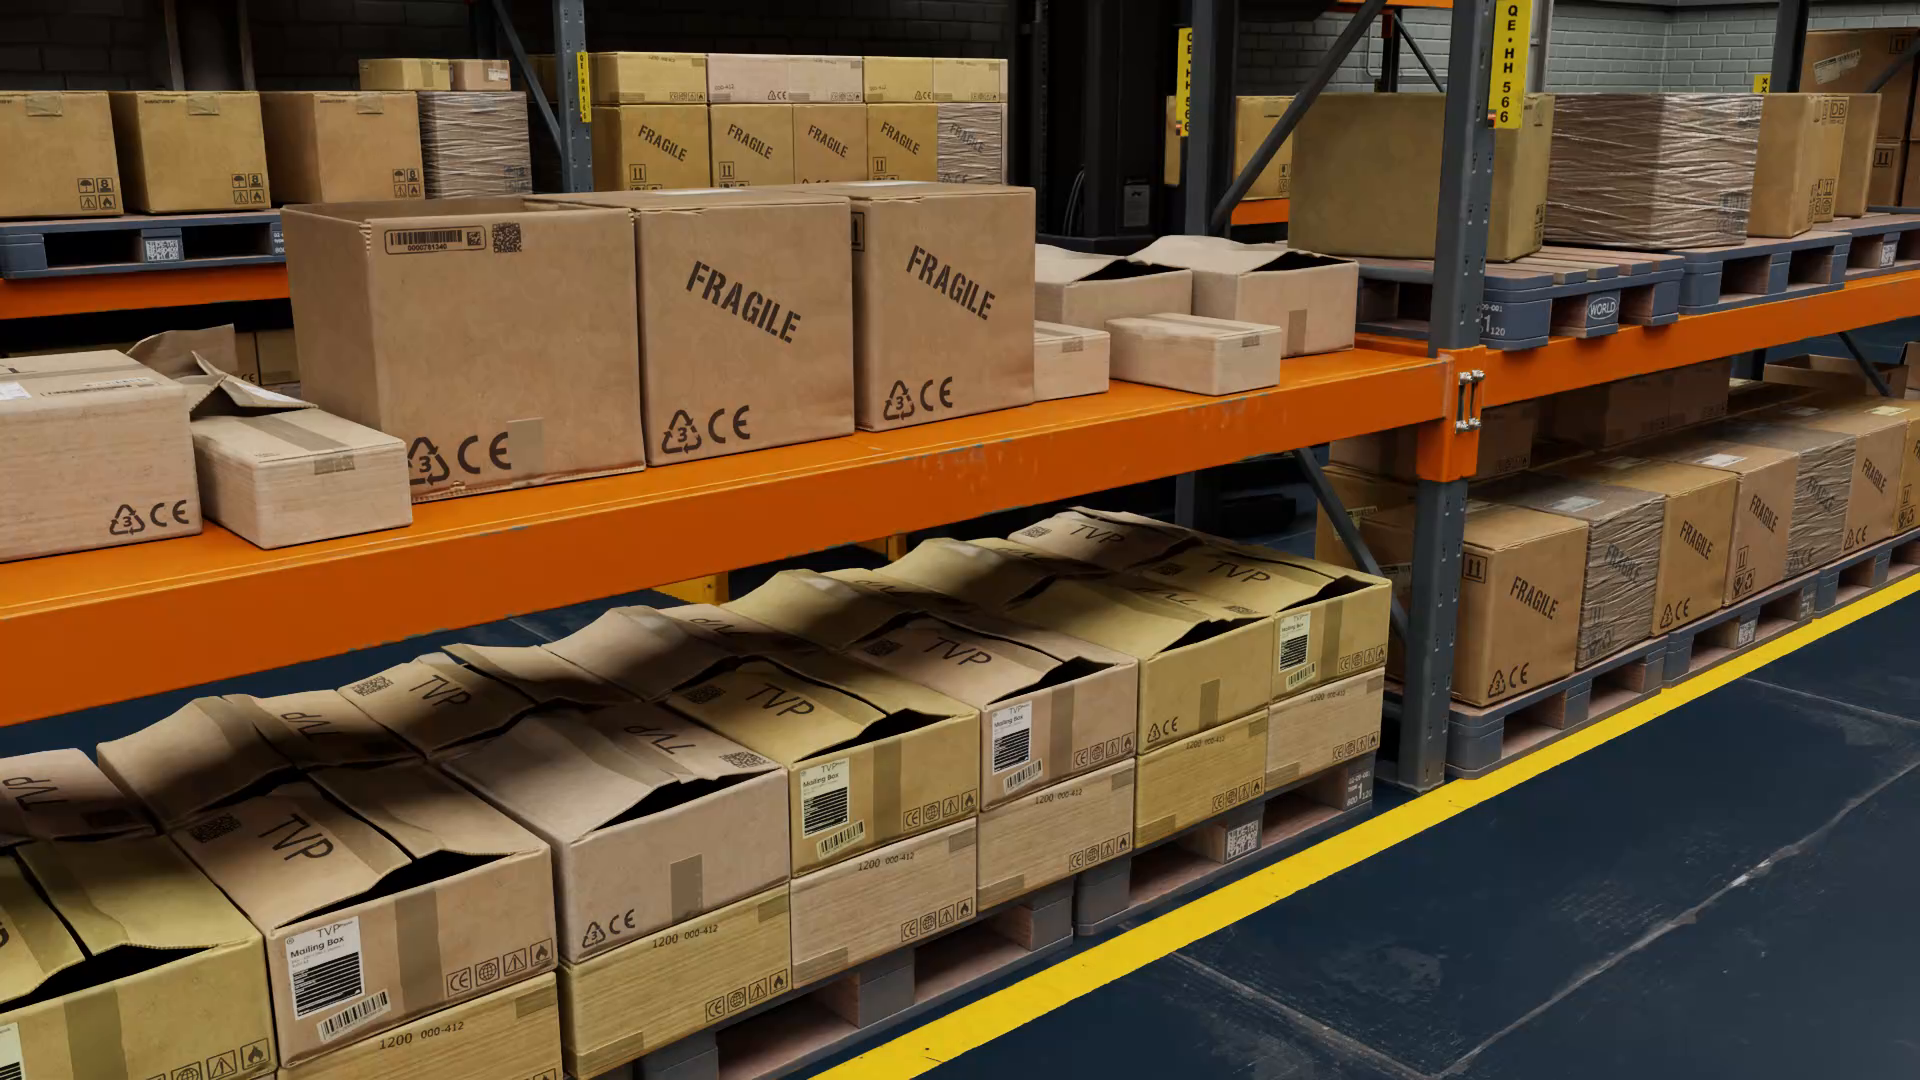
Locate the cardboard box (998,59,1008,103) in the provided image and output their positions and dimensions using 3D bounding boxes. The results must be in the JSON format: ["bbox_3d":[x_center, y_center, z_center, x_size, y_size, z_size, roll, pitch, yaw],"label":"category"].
[{"bbox_3d":[0.265,-2.791,10.124,0.500,0.250,0.500,-12,19,-38],"label":"cardboard box"}]

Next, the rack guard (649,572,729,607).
[{"bbox_3d":[-1.163,0.108,6.863,0.587,0.250,0.087,14,20,43],"label":"rack guard"}]

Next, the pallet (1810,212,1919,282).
[{"bbox_3d":[3.422,-1.270,7.064,1.213,0.211,1.003,-13,19,-39],"label":"pallet"}]

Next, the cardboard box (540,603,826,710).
[{"bbox_3d":[-0.673,0.351,4.052,0.500,0.311,0.500,-13,20,-40],"label":"cardboard box"}]

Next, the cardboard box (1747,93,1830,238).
[{"bbox_3d":[2.804,-1.417,6.234,0.700,0.500,0.500,10,18,33],"label":"cardboard box"}]

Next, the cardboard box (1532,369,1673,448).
[{"bbox_3d":[2.439,-0.555,6.553,0.500,0.250,0.500,-13,20,-40],"label":"cardboard box"}]

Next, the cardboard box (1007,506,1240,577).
[{"bbox_3d":[0.491,0.087,5.040,0.500,0.311,0.500,-12,19,-38],"label":"cardboard box"}]

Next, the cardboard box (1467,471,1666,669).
[{"bbox_3d":[2.001,0.085,5.612,0.500,0.500,0.500,-14,20,-41],"label":"cardboard box"}]

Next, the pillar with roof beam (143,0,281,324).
[{"bbox_3d":[-0.898,-3.771,4.432,0.400,9.000,9.100,-13,19,-39],"label":"pillar with roof beam"}]

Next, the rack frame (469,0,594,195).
[{"bbox_3d":[-2.176,-1.763,8.537,0.127,3.000,1.000,-13,19,-39],"label":"rack frame"}]

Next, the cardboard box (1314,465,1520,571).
[{"bbox_3d":[1.630,-0.008,5.959,0.500,0.500,0.500,-12,19,-37],"label":"cardboard box"}]

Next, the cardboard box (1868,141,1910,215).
[{"bbox_3d":[4.305,-1.660,7.957,0.500,0.500,0.500,-12,19,-38],"label":"cardboard box"}]

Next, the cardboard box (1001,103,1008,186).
[{"bbox_3d":[0.281,-2.427,10.213,0.500,0.500,0.500,-12,19,-39],"label":"cardboard box"}]

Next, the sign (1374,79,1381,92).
[{"bbox_3d":[3.500,-3.684,13.897,0.005,0.325,0.100,-13,19,-39],"label":"sign"}]

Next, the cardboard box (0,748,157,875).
[{"bbox_3d":[-1.821,0.609,3.087,0.500,0.311,0.500,-13,19,-39],"label":"cardboard box"}]

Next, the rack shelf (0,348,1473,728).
[{"bbox_3d":[-0.430,-0.113,3.754,4.000,0.370,1.077,-13,19,-39],"label":"rack shelf"}]

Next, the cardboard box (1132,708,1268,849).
[{"bbox_3d":[0.456,0.551,4.389,0.500,0.250,0.500,-13,20,-40],"label":"cardboard box"}]

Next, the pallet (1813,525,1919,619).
[{"bbox_3d":[3.508,0.016,7.283,1.213,0.211,1.003,-13,19,-39],"label":"pallet"}]

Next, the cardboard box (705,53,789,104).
[{"bbox_3d":[-1.259,-2.445,8.828,0.500,0.250,0.500,-13,20,-40],"label":"cardboard box"}]

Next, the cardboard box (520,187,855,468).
[{"bbox_3d":[-0.573,-0.471,3.507,0.500,0.500,0.500,-13,19,-39],"label":"cardboard box"}]

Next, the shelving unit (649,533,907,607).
[{"bbox_3d":[-0.815,-0.588,7.045,0.587,1.500,1.083,14,20,43],"label":"shelving unit"}]

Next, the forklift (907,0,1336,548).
[{"bbox_3d":[1.034,-1.550,7.873,3.031,2.935,1.130,-7,17,-25],"label":"forklift"}]

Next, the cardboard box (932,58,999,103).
[{"bbox_3d":[-0.119,-2.704,9.800,0.500,0.250,0.500,-12,19,-38],"label":"cardboard box"}]

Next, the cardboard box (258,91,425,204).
[{"bbox_3d":[-2.928,-1.842,7.788,0.700,0.500,0.500,14,20,42],"label":"cardboard box"}]

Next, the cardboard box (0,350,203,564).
[{"bbox_3d":[-1.596,-0.141,2.756,0.500,0.250,0.500,-11,19,-36],"label":"cardboard box"}]

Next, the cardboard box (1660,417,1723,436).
[{"bbox_3d":[2.795,-0.271,6.945,0.500,0.500,0.500,-12,19,-39],"label":"cardboard box"}]

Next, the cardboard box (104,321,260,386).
[{"bbox_3d":[-3.541,-0.826,7.566,0.500,0.250,0.500,-13,20,-40],"label":"cardboard box"}]

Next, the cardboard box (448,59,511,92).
[{"bbox_3d":[-2.416,-2.273,8.143,0.380,0.149,0.250,13,20,40],"label":"cardboard box"}]

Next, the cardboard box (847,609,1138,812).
[{"bbox_3d":[0.075,0.366,3.994,0.500,0.311,0.500,-13,20,-40],"label":"cardboard box"}]

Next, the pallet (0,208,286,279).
[{"bbox_3d":[-3.642,-1.327,7.277,1.213,0.211,1.003,-13,19,-39],"label":"pallet"}]

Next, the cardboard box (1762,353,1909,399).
[{"bbox_3d":[4.340,-0.633,8.300,0.500,0.500,0.500,-13,19,-39],"label":"cardboard box"}]

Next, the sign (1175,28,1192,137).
[{"bbox_3d":[0.716,-1.424,5.180,0.005,0.325,0.100,-13,19,-39],"label":"sign"}]

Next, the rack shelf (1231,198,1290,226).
[{"bbox_3d":[2.351,-2.432,12.435,4.000,0.370,1.077,-13,19,-39],"label":"rack shelf"}]

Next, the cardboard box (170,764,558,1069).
[{"bbox_3d":[-1.082,0.628,3.015,0.500,0.311,0.500,-13,20,-40],"label":"cardboard box"}]

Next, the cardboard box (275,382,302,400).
[{"bbox_3d":[-3.150,-0.571,8.067,0.500,0.500,0.700,-13,20,-39],"label":"cardboard box"}]

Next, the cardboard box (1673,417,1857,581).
[{"bbox_3d":[3.155,-0.175,6.585,0.500,0.500,0.500,-12,19,-39],"label":"cardboard box"}]

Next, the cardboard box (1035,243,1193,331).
[{"bbox_3d":[0.277,-0.642,4.515,0.500,0.311,0.500,-13,20,-40],"label":"cardboard box"}]

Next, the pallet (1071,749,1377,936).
[{"bbox_3d":[0.432,0.680,4.796,1.213,0.211,1.003,-13,19,-39],"label":"pallet"}]

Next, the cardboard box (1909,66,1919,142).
[{"bbox_3d":[4.637,-2.033,7.418,0.500,0.500,0.500,-12,19,-38],"label":"cardboard box"}]

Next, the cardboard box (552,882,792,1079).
[{"bbox_3d":[-0.696,0.809,3.422,0.500,0.250,0.500,-13,20,-41],"label":"cardboard box"}]

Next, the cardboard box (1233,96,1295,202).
[{"bbox_3d":[1.816,-2.797,11.827,0.700,0.700,0.980,-13,20,-41],"label":"cardboard box"}]

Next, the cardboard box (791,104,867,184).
[{"bbox_3d":[-0.865,-2.168,9.244,0.500,0.500,0.500,-13,20,-40],"label":"cardboard box"}]
